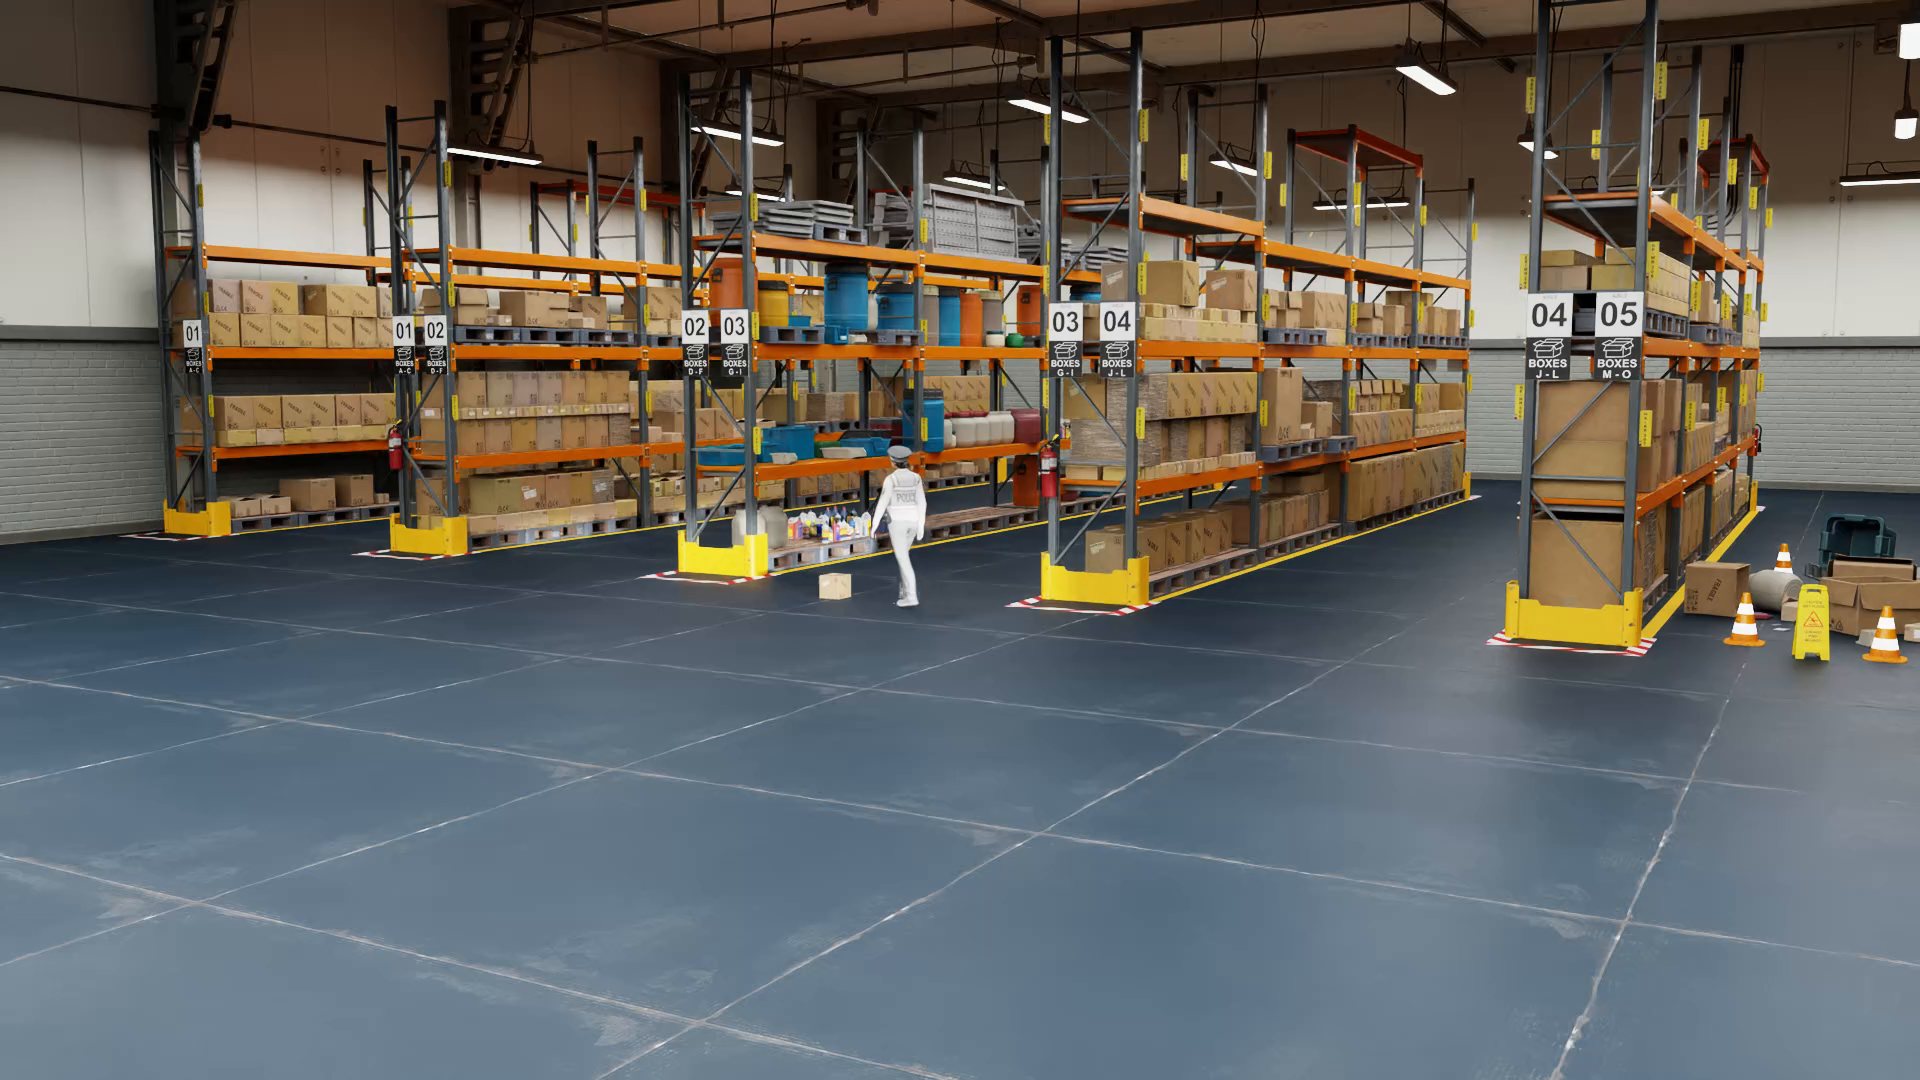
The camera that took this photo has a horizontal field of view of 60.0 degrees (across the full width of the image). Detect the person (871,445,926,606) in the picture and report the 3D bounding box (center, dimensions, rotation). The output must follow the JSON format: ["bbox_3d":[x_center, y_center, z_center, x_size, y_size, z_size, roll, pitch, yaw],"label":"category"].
[{"bbox_3d":[-0.604,-0.107,17.398,0.515,1.758,0.552,-5,8,-40],"label":"person"}]
